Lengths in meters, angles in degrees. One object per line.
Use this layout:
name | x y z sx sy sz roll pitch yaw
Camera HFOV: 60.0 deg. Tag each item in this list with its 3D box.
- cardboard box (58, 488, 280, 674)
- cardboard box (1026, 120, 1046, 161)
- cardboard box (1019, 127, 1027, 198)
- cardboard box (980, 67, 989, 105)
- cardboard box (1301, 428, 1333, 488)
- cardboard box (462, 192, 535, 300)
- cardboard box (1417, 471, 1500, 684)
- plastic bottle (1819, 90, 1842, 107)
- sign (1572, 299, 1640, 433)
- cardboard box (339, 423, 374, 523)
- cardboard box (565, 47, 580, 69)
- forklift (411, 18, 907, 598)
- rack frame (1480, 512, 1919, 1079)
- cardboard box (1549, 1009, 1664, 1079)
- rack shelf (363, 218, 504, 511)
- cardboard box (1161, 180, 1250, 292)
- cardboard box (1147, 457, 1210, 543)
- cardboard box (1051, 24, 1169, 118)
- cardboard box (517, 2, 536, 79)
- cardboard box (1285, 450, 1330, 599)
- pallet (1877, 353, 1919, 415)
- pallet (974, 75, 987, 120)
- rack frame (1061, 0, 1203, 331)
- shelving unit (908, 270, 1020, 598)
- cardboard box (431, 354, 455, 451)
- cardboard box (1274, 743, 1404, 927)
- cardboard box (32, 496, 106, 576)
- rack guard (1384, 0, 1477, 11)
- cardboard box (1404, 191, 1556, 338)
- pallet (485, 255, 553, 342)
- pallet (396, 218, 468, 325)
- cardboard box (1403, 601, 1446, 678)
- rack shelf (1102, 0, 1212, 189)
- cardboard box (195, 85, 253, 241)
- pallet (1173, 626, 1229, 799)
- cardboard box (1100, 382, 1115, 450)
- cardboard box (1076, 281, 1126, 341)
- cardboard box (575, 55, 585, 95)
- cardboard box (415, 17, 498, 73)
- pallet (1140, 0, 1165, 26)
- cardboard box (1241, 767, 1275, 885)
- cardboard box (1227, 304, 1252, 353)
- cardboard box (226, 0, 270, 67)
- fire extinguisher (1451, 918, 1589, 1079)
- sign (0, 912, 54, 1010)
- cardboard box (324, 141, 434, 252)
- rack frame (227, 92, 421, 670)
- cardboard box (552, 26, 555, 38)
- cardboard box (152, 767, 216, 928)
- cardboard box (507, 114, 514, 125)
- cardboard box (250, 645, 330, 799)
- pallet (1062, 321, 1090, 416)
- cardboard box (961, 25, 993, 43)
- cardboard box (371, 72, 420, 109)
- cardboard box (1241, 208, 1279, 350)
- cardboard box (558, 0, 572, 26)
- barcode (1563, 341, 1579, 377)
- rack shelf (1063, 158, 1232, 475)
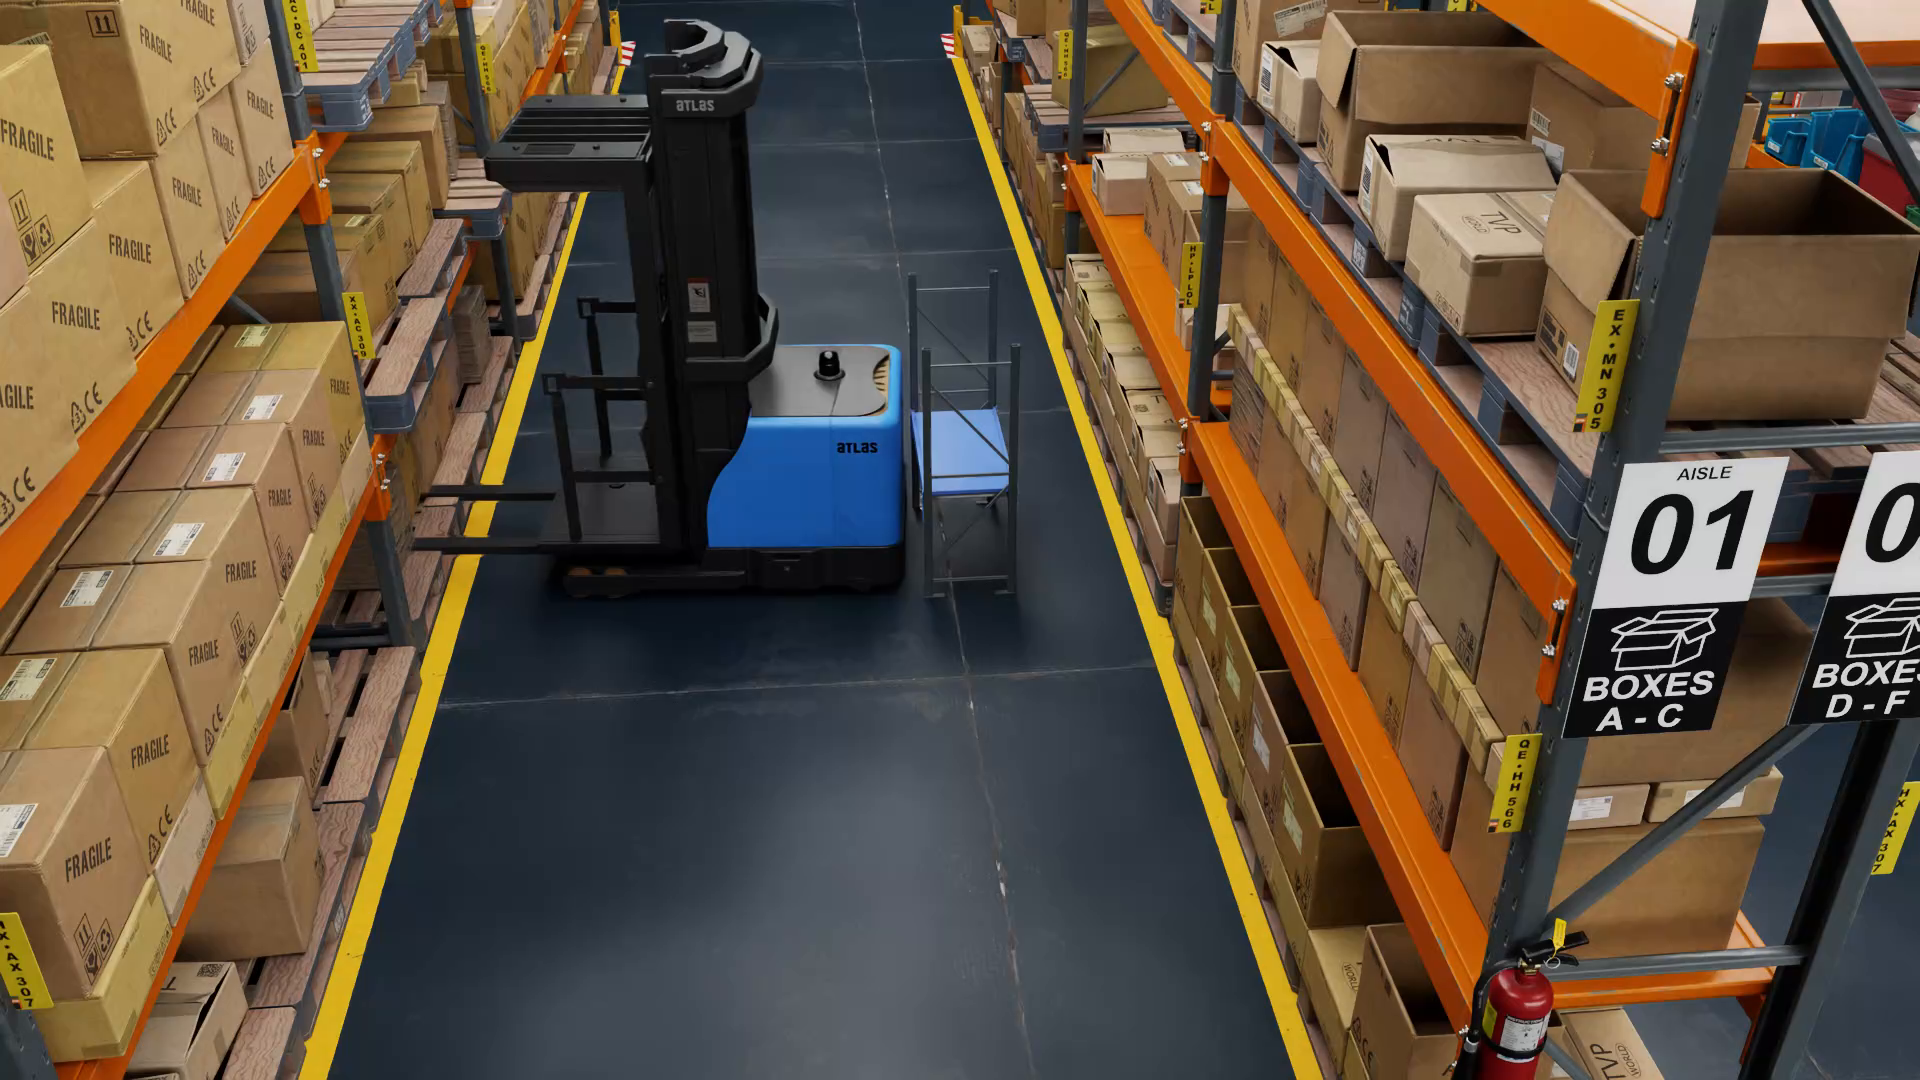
cardboard box | -2.808 0.159 5.954 0.500 0.500 0.500 -2 31 -3
cardboard box | 0.829 -3.315 13.652 0.500 0.250 0.500 -3 31 -6
cardboard box | 0.788 -3.232 14.245 0.500 0.500 0.500 -2 31 -4
cardboard box | 0.480 -4.597 16.714 0.500 0.311 0.500 -3 31 -5
cardboard box | 1.590 -0.335 6.656 0.380 0.149 0.250 -4 31 -6
cardboard box | -3.610 -2.260 12.296 0.750 0.750 0.750 -3 31 -5
cardboard box | 1.917 0.090 5.311 0.700 0.500 0.500 -4 31 -6
plastic bottle | 6.473 -3.279 12.435 0.152 0.276 0.135 -3 31 -5
sign | 1.465 -0.391 3.768 0.100 0.325 0.005 -3 31 -5
cardboard box | -2.952 -0.296 7.447 0.500 0.250 0.500 -3 31 -4
cardboard box | -3.864 -4.619 15.954 0.380 0.149 0.250 -2 31 -3
forklift | -1.830 -1.210 8.918 3.031 2.935 1.130 0 31 -1
rack frame | 2.007 1.224 4.775 1.000 3.000 0.127 -3 31 -5
cardboard box | 2.178 1.940 5.849 0.500 0.250 0.500 -3 31 -5
rack shelf | -3.485 -1.291 9.688 1.077 0.370 4.000 -3 31 -5
cardboard box | 1.482 -1.779 9.705 0.500 0.500 0.500 -3 31 -5
cardboard box | 1.310 -0.252 8.971 0.500 0.311 0.500 -3 31 -5
cardboard box | 1.088 -3.400 12.009 0.700 0.500 0.500 -13 33 -21
cardboard box | -3.604 -3.847 12.859 0.500 0.500 0.500 -2 31 -3
cardboard box | 1.780 -0.109 6.911 0.700 0.500 0.500 -2 31 -4
pallet | 6.336 -0.880 11.017 1.003 0.211 1.213 -3 31 -5
pallet | 0.705 -4.680 17.380 1.003 0.211 1.213 -3 31 -5
rack frame | 1.259 -2.860 11.613 1.000 3.000 0.127 -3 31 -5
shelving unit | 0.008 -0.600 9.292 0.538 1.500 1.048 -3 31 -5
cardboard box | -3.546 -0.851 10.258 0.700 0.500 0.500 -3 31 -5
cardboard box | 1.552 1.133 6.469 0.500 0.500 0.500 -3 31 -5
cardboard box | -3.317 0.188 5.905 0.500 0.500 0.500 -2 31 -4
rack guard | 5.429 -6.119 19.506 1.175 0.500 0.348 -3 31 -5
cardboard box | 1.637 -0.815 4.864 0.500 0.250 0.500 -3 31 -5
pallet | -3.671 -1.830 12.608 1.003 0.211 1.213 -3 31 -5
pallet | -3.447 -1.530 9.573 1.003 0.211 1.213 -3 31 -5
cardboard box | 1.710 0.324 5.552 0.380 0.149 0.250 -2 31 -4
rack shelf | 1.446 -2.818 9.319 1.077 0.370 4.000 -3 31 -5
cardboard box | -2.971 -1.413 6.149 0.500 0.500 0.500 -5 31 -9
pallet | 1.666 0.787 8.226 1.003 0.211 1.213 -3 31 -5
cardboard box | 1.166 -0.795 10.428 0.500 0.250 0.500 -2 31 -4
cardboard box | 1.073 -1.552 11.148 0.500 0.311 0.500 -3 31 -6
cardboard box | -4.057 -4.414 16.242 0.700 0.500 0.500 -3 31 -5
cardboard box | -3.461 -3.381 11.347 0.500 0.250 0.500 -2 31 -3
pallet | 1.519 -3.154 9.364 1.003 0.211 1.213 -1 31 -2
cardboard box | 1.511 1.199 7.089 0.500 0.250 0.500 -3 31 -5
cardboard box | 1.465 -0.993 7.757 0.380 0.149 0.250 -3 31 -5
cardboard box | -2.982 -2.105 6.331 0.500 0.500 0.500 -5 31 -9
fire extinguisher | 1.555 1.340 4.657 0.296 0.674 0.183 -3 31 -5
sign | -2.385 1.066 4.197 0.100 0.325 0.005 -3 31 -5
cardboard box | -3.480 -1.978 9.610 0.700 0.500 0.500 -3 31 -5
rack frame | -3.298 -0.579 7.794 1.000 3.000 0.127 -3 31 -5
cardboard box | -3.732 -4.405 14.425 0.380 0.149 0.250 -2 31 -4
cardboard box | -2.717 0.990 5.293 0.500 0.250 0.500 -4 31 -6
cardboard box | -3.428 -2.970 12.022 0.380 0.149 0.250 -2 31 -3
cardboard box | -3.162 0.833 7.438 0.500 0.500 0.500 -5 31 -8
pallet | 1.298 -1.241 11.622 1.003 0.211 1.213 -3 31 -5
cardboard box | 0.209 -5.679 18.684 0.380 0.149 0.250 -3 31 -5
cardboard box | -3.565 -2.793 10.342 0.380 0.149 0.250 -8 32 -13
cardboard box | 1.681 -1.192 7.457 0.700 0.500 0.500 -3 31 -4
cardboard box | -4.080 -5.070 15.020 0.980 0.700 0.700 -2 31 -4
barcode | 1.498 -0.444 4.077 0.001 0.075 0.075 -3 31 -5
rack shelf | 1.446 -1.530 10.088 1.077 0.370 4.000 -3 31 -5
